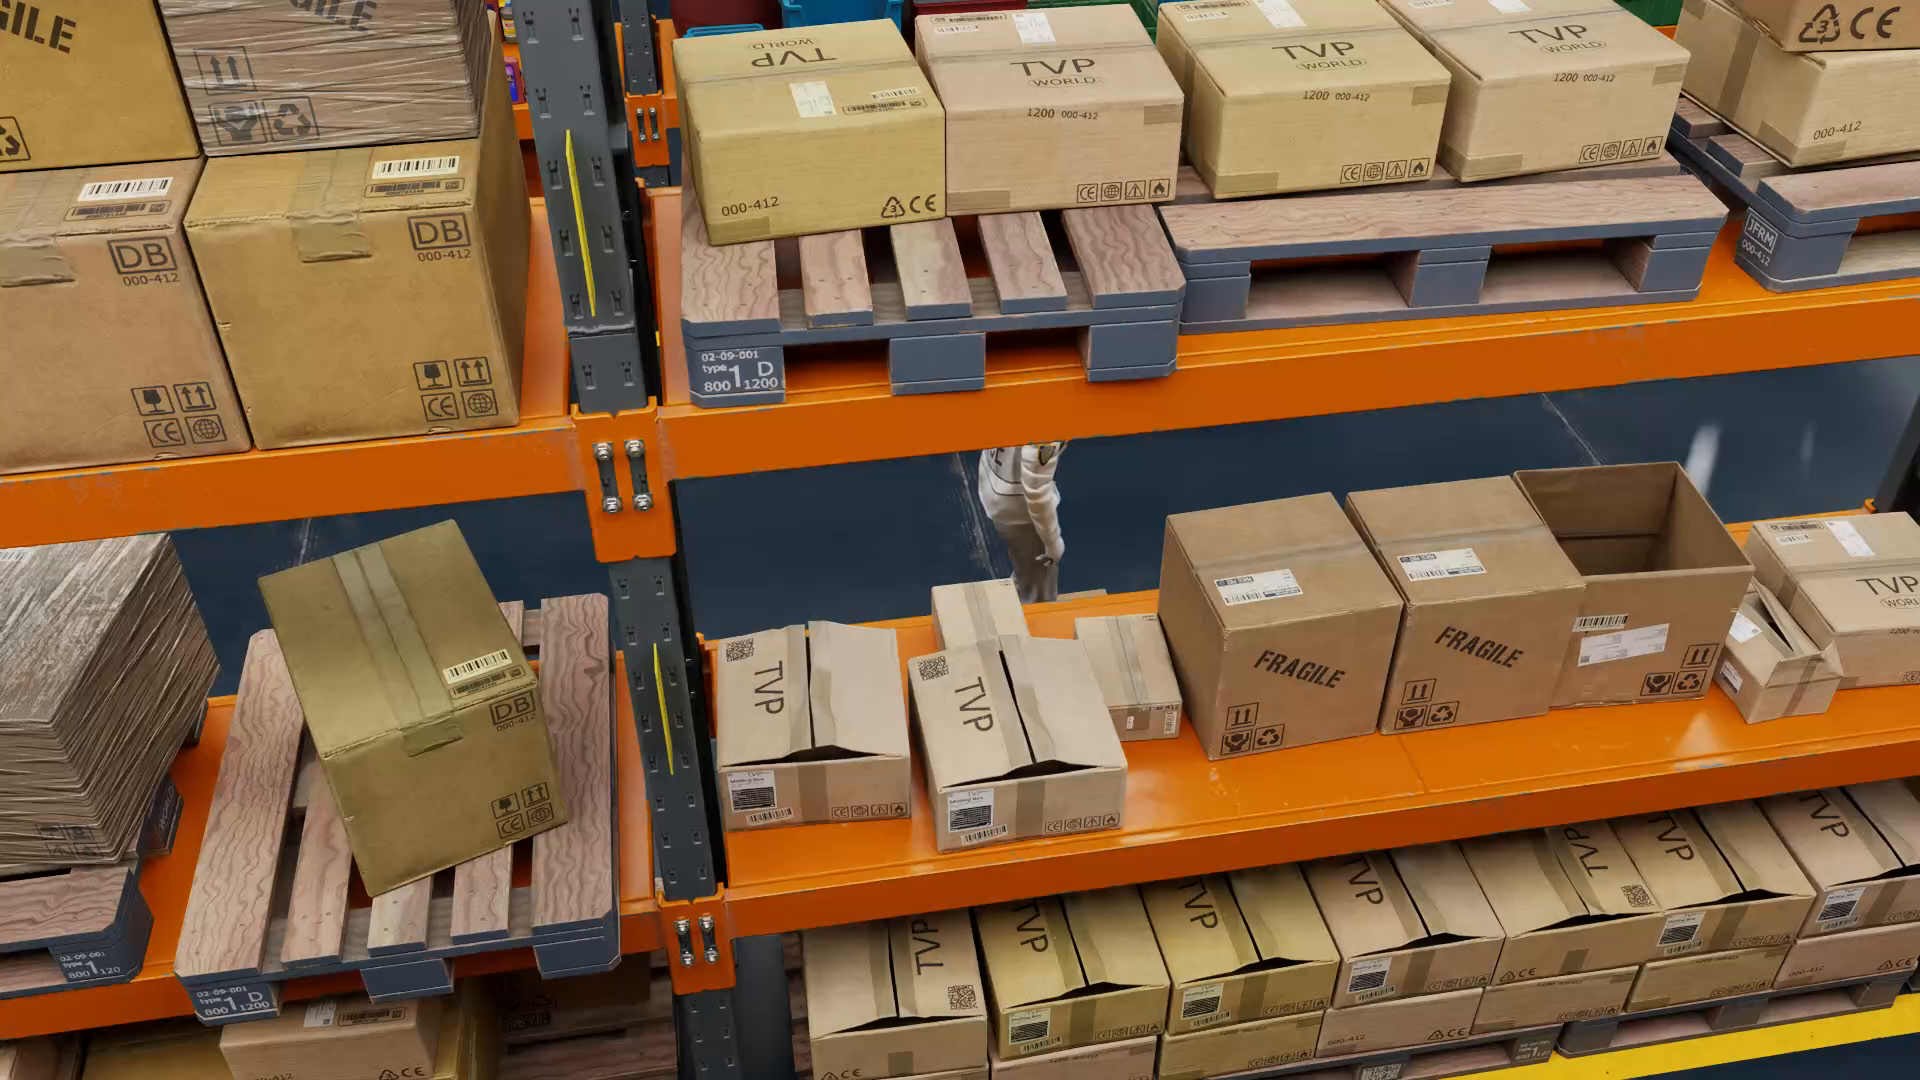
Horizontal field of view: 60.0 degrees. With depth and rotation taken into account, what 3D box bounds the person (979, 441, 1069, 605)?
[{"bbox_3d":[0.281,-0.136,6.320,0.405,1.663,0.538,-7,39,-9],"label":"person"}]
